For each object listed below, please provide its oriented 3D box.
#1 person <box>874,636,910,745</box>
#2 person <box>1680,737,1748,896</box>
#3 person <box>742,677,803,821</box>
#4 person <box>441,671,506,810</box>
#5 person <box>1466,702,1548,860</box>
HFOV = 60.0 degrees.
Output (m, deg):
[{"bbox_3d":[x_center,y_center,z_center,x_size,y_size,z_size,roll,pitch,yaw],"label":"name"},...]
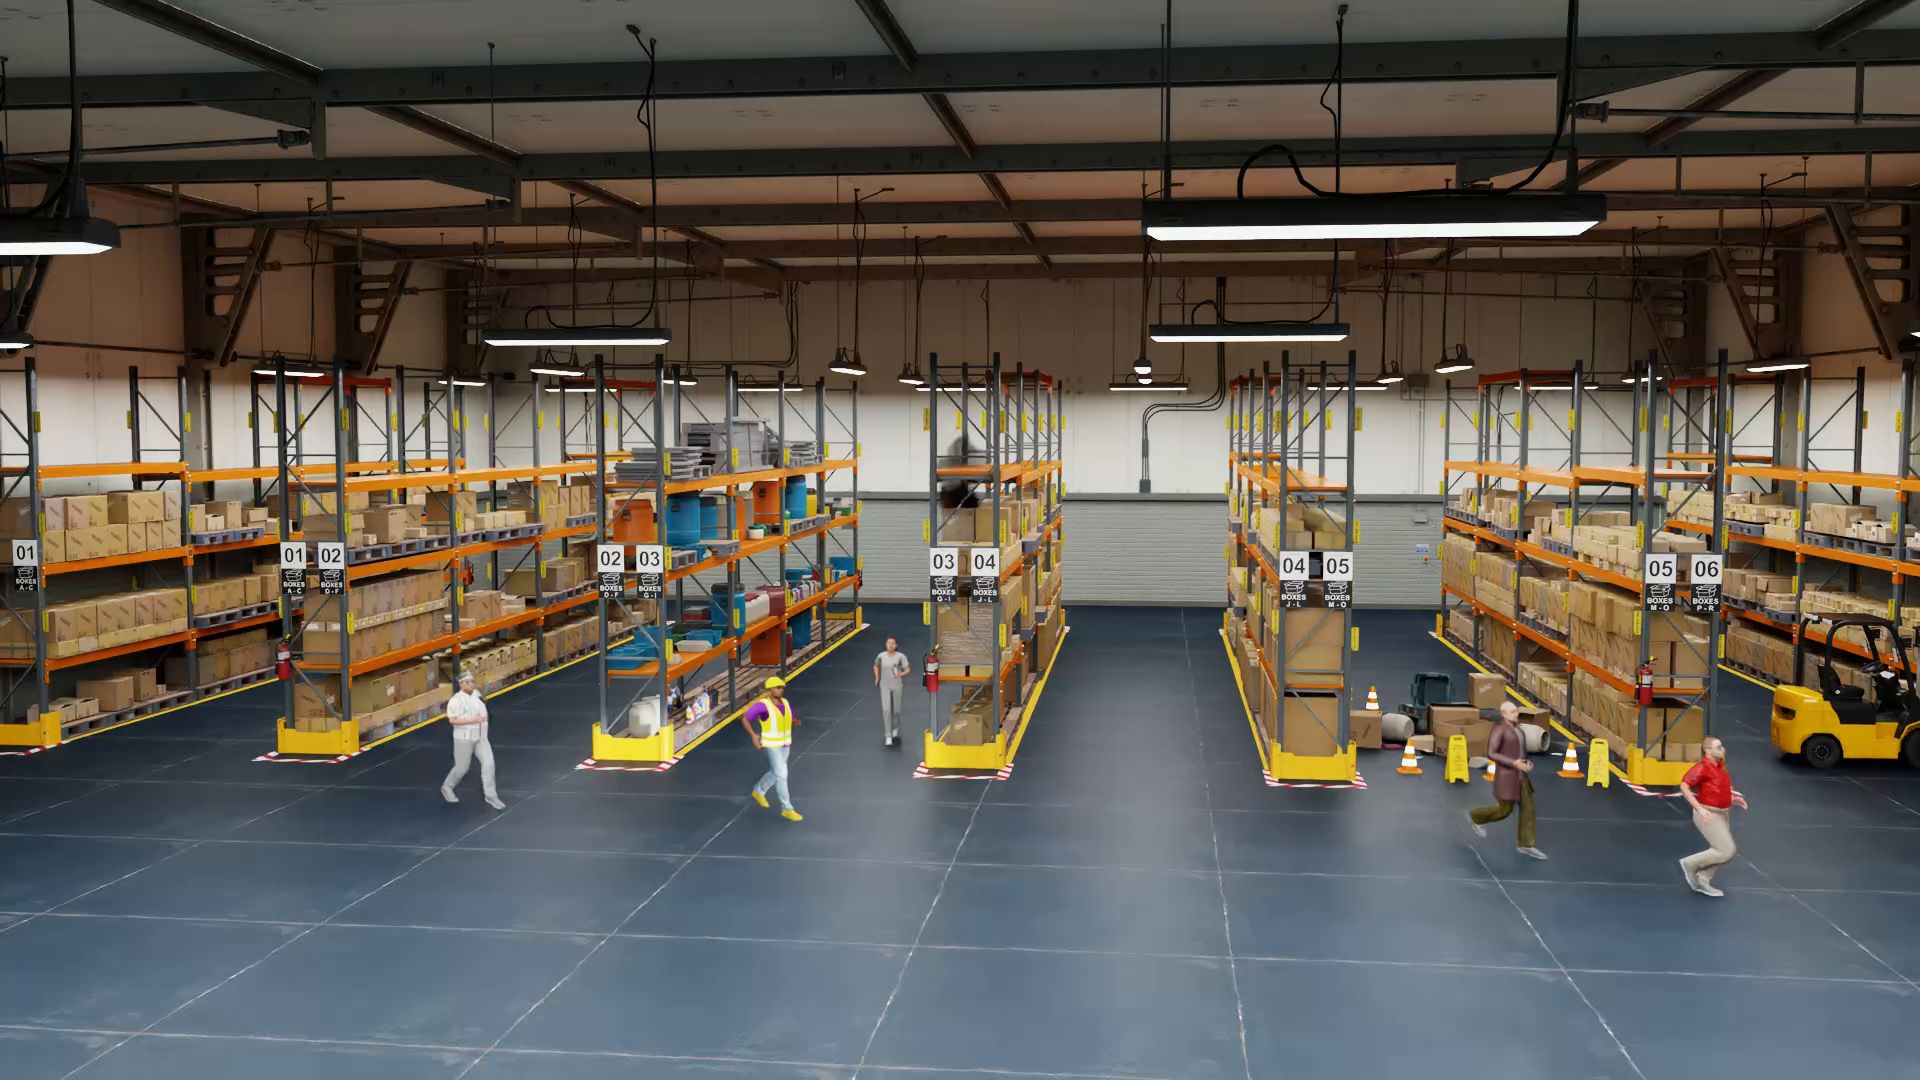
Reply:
[{"bbox_3d":[-1.069,2.317,25.993,0.580,1.659,0.845,0,4,0],"label":"person"},{"bbox_3d":[7.962,2.923,17.526,0.658,1.682,0.591,-4,6,-44],"label":"person"},{"bbox_3d":[-2.326,2.602,21.044,0.983,1.757,0.697,3,5,37],"label":"person"},{"bbox_3d":[-6.349,2.587,21.633,0.977,1.789,0.669,3,5,35],"label":"person"},{"bbox_3d":[6.387,2.763,19.352,0.722,1.773,1.021,-3,5,-38],"label":"person"}]
